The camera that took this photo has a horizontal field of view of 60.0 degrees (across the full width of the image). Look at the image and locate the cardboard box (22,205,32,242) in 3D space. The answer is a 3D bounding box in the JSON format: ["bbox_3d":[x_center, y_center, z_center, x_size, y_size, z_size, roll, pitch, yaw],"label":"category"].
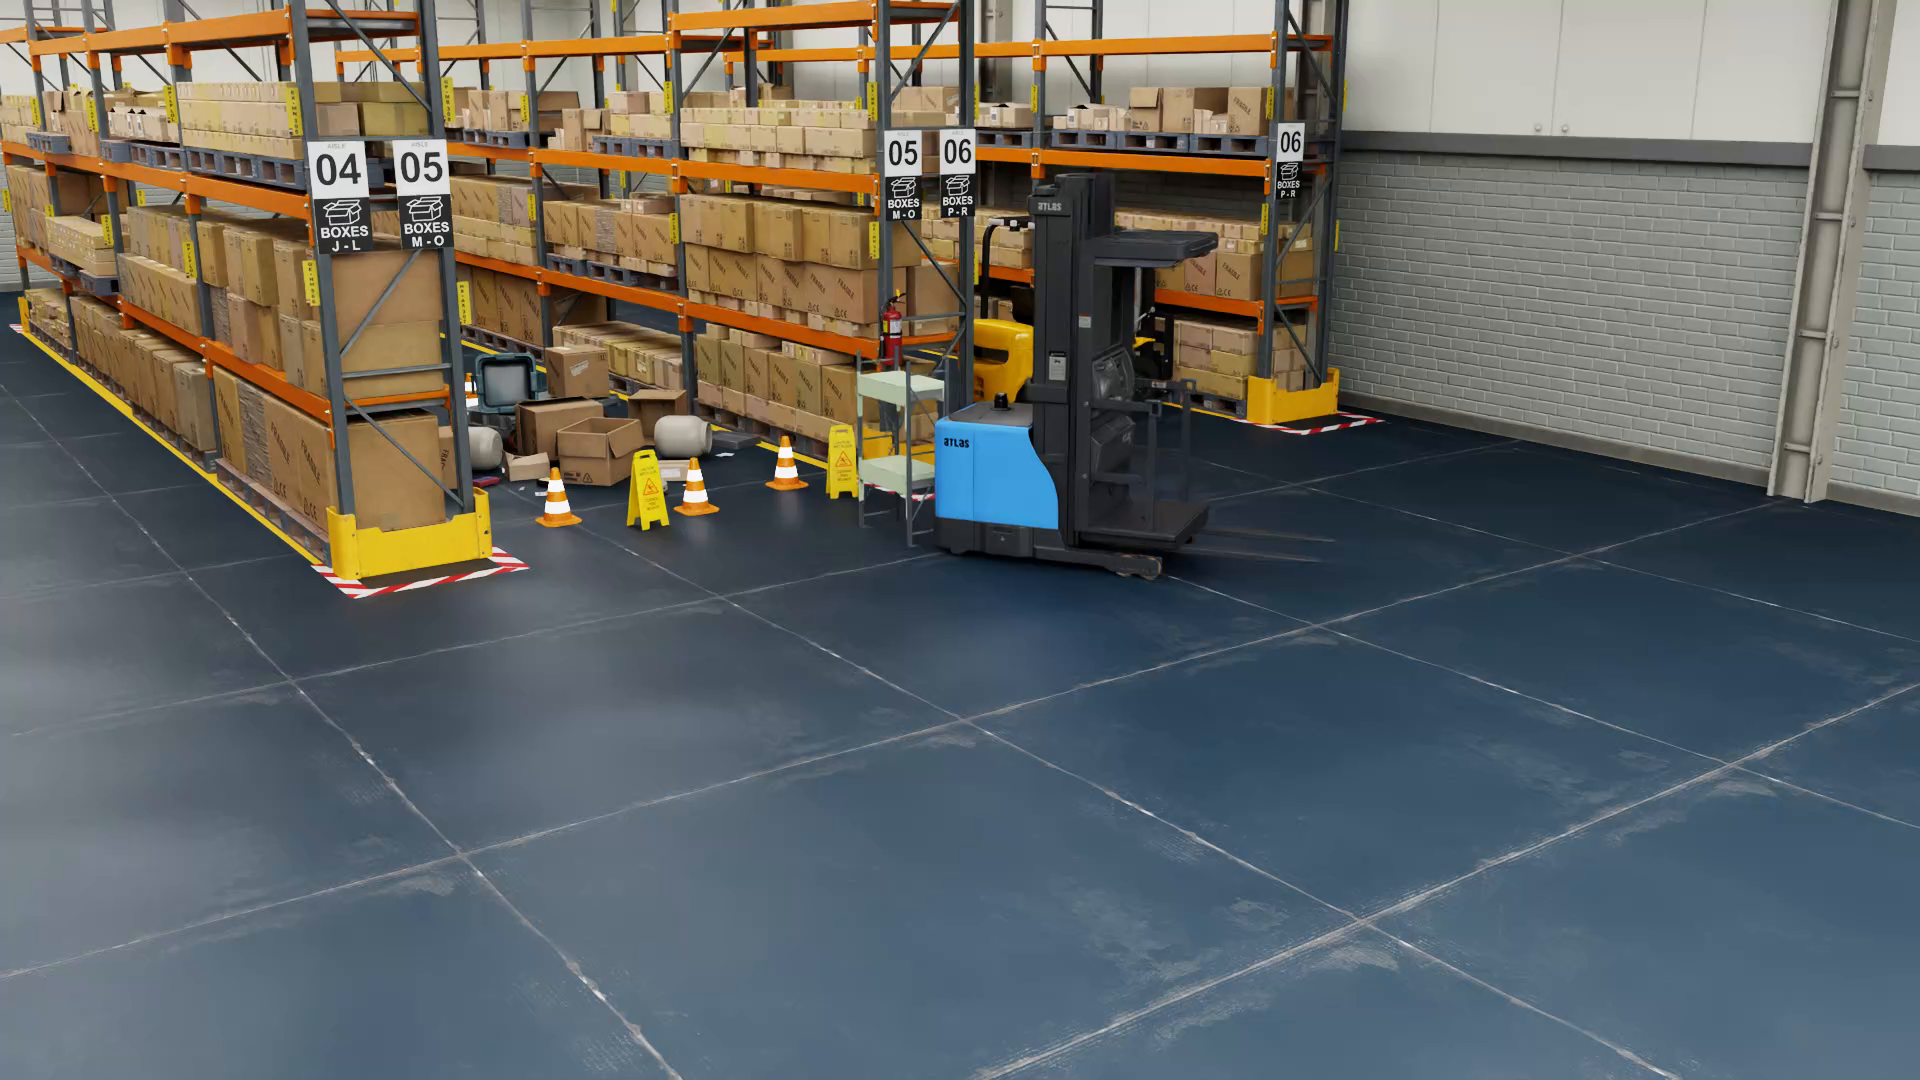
[{"bbox_3d":[-13.007,-4.524,23.670,0.500,0.500,0.500,-11,19,-34],"label":"cardboard box"}]

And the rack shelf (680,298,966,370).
[{"bbox_3d":[-1.484,-2.141,17.080,1.077,0.370,4.000,-11,19,-35],"label":"rack shelf"}]

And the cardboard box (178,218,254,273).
[{"bbox_3d":[-7.205,-2.871,16.299,0.700,0.500,0.500,-11,19,-35],"label":"cardboard box"}]

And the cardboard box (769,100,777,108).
[{"bbox_3d":[-2.717,-6.718,25.686,0.380,0.149,0.250,-11,19,-34],"label":"cardboard box"}]

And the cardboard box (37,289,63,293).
[{"bbox_3d":[-13.368,-3.597,24.516,0.380,0.149,0.250,-10,18,-34],"label":"cardboard box"}]

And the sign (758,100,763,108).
[{"bbox_3d":[-2.226,-4.697,18.395,0.100,0.325,0.005,-11,19,-35],"label":"sign"}]

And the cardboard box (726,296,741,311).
[{"bbox_3d":[-2.246,-2.521,17.581,0.380,0.149,0.250,-10,18,-33],"label":"cardboard box"}]

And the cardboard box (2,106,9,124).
[{"bbox_3d":[-13.305,-6.058,23.683,0.500,0.250,0.500,-11,19,-35],"label":"cardboard box"}]

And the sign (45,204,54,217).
[{"bbox_3d":[-11.743,-4.165,21.473,0.100,0.325,0.005,-11,19,-35],"label":"sign"}]

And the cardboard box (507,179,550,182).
[{"bbox_3d":[-5.989,-4.769,23.234,0.500,0.500,0.500,-11,18,-34],"label":"cardboard box"}]

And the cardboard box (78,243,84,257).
[{"bbox_3d":[-10.077,-3.405,19.453,0.380,0.149,0.250,-11,19,-34],"label":"cardboard box"}]

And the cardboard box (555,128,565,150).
[{"bbox_3d":[-4.814,-5.003,20.747,0.396,0.266,0.258,-11,19,-35],"label":"cardboard box"}]

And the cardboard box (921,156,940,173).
[{"bbox_3d":[-0.241,-3.508,15.505,0.380,0.149,0.250,-11,19,-34],"label":"cardboard box"}]

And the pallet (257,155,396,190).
[{"bbox_3d":[-4.697,-2.832,12.727,1.003,0.211,1.213,-11,19,-35],"label":"pallet"}]

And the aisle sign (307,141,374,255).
[{"bbox_3d":[-4.454,-2.463,11.970,0.394,0.787,0.004,-11,19,-35],"label":"aisle sign"}]

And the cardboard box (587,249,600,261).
[{"bbox_3d":[-4.359,-3.520,20.436,0.380,0.149,0.250,-10,18,-31],"label":"cardboard box"}]

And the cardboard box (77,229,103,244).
[{"bbox_3d":[-10.075,-3.548,19.410,0.380,0.149,0.250,-10,18,-33],"label":"cardboard box"}]

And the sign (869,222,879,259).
[{"bbox_3d":[-0.769,-2.690,14.931,0.100,0.325,0.005,-11,19,-35],"label":"sign"}]

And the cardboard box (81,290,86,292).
[{"bbox_3d":[-12.788,-3.630,24.636,0.380,0.149,0.250,-11,19,-36],"label":"cardboard box"}]

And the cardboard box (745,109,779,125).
[{"bbox_3d":[-1.929,-4.238,16.662,0.380,0.149,0.250,-11,19,-35],"label":"cardboard box"}]

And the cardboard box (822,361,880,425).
[{"bbox_3d":[-0.990,-1.430,16.111,0.500,0.500,0.500,-11,19,-34],"label":"cardboard box"}]

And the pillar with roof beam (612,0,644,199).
[{"bbox_3d":[-10.041,-9.190,30.107,9.100,9.000,0.400,-11,19,-35],"label":"pillar with roof beam"}]

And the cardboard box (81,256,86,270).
[{"bbox_3d":[-10.058,-3.257,19.474,0.380,0.149,0.250,-11,19,-35],"label":"cardboard box"}]

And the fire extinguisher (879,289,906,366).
[{"bbox_3d":[-0.614,-1.928,15.085,0.296,0.674,0.183,-11,19,-35],"label":"fire extinguisher"}]

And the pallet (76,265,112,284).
[{"bbox_3d":[-10.154,-3.303,20.327,1.003,0.211,1.213,-11,19,-35],"label":"pallet"}]

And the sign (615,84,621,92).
[{"bbox_3d":[-6.142,-8.033,29.907,0.100,0.325,0.005,-11,19,-35],"label":"sign"}]

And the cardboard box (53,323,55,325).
[{"bbox_3d":[-12.522,-2.979,23.384,0.380,0.149,0.250,-10,18,-33],"label":"cardboard box"}]

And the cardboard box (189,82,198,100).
[{"bbox_3d":[-6.366,-3.848,14.250,0.380,0.149,0.250,-11,19,-35],"label":"cardboard box"}]

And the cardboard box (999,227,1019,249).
[{"bbox_3d":[0.857,-3.921,21.556,0.500,0.250,0.500,-11,19,-36],"label":"cardboard box"}]

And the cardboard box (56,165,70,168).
[{"bbox_3d":[-12.892,-5.195,24.226,0.500,0.500,0.500,-12,19,-36],"label":"cardboard box"}]

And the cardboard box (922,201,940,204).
[{"bbox_3d":[-0.400,-4.825,24.106,0.380,0.149,0.250,-10,18,-33],"label":"cardboard box"}]

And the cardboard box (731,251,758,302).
[{"bbox_3d":[-2.028,-2.757,17.214,0.500,0.500,0.500,-11,19,-35],"label":"cardboard box"}]

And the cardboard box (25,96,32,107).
[{"bbox_3d":[-12.055,-5.766,21.862,0.380,0.149,0.250,-11,19,-35],"label":"cardboard box"}]

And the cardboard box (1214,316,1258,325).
[{"bbox_3d":[3.278,-2.429,19.288,0.500,0.250,0.500,-11,19,-34],"label":"cardboard box"}]

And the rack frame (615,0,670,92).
[{"bbox_3d":[-5.703,-9.143,29.934,1.000,3.000,0.127,-11,19,-35],"label":"rack frame"}]

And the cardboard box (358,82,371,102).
[{"bbox_3d":[-4.338,-3.407,12.639,0.380,0.149,0.250,-11,19,-34],"label":"cardboard box"}]

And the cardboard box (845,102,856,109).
[{"bbox_3d":[-1.441,-6.278,24.117,0.380,0.149,0.250,-10,18,-33],"label":"cardboard box"}]

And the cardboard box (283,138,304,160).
[{"bbox_3d":[-4.722,-2.866,12.175,0.380,0.149,0.250,-11,19,-35],"label":"cardboard box"}]

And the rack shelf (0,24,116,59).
[{"bbox_3d":[-12.484,-6.806,22.765,1.077,0.370,4.000,-11,19,-35],"label":"rack shelf"}]

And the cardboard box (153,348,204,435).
[{"bbox_3d":[-7.607,-1.568,17.089,1.050,0.750,0.750,-11,19,-35],"label":"cardboard box"}]

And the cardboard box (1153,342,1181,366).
[{"bbox_3d":[2.559,-2.221,19.475,0.500,0.250,0.500,-11,19,-36],"label":"cardboard box"}]

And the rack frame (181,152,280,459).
[{"bbox_3d":[-6.605,-2.125,15.660,1.000,3.000,0.127,-11,19,-35],"label":"rack frame"}]

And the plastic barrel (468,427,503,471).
[{"bbox_3d":[-4.697,-0.879,15.985,0.512,0.421,0.421,1,15,4],"label":"plastic barrel"}]

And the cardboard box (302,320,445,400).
[{"bbox_3d":[-4.508,-1.416,12.783,0.875,0.550,0.550,-11,19,-35],"label":"cardboard box"}]

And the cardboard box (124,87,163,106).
[{"bbox_3d":[-9.457,-5.131,19.321,0.396,0.266,0.258,-11,19,-35],"label":"cardboard box"}]

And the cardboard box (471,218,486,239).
[{"bbox_3d":[-6.430,-4.328,23.045,0.500,0.250,0.500,-12,19,-36],"label":"cardboard box"}]

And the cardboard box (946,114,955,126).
[{"bbox_3d":[0.007,-5.615,22.220,0.380,0.149,0.250,-11,19,-35],"label":"cardboard box"}]

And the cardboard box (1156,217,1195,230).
[{"bbox_3d":[2.492,-3.638,19.204,0.380,0.149,0.250,-10,18,-33],"label":"cardboard box"}]

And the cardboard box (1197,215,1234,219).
[{"bbox_3d":[3.003,-3.736,19.563,0.380,0.149,0.250,-11,19,-36],"label":"cardboard box"}]

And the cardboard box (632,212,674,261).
[{"bbox_3d":[-3.410,-3.478,19.054,0.500,0.500,0.500,-11,19,-34],"label":"cardboard box"}]

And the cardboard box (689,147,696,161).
[{"bbox_3d":[-2.675,-4.135,17.797,0.380,0.149,0.250,-11,19,-35],"label":"cardboard box"}]

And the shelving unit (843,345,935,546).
[{"bbox_3d":[-0.581,-0.788,13.612,0.431,1.500,0.755,-10,18,-34],"label":"shelving unit"}]

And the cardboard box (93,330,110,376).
[{"bbox_3d":[-10.181,-2.298,20.231,0.500,0.500,0.500,-12,19,-37],"label":"cardboard box"}]

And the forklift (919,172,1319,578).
[{"bbox_3d":[1.241,-1.287,12.727,3.031,2.935,1.130,6,16,21],"label":"forklift"}]

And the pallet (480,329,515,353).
[{"bbox_3d":[-6.128,-2.865,23.643,1.003,0.211,1.213,-11,19,-35],"label":"pallet"}]

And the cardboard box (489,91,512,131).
[{"bbox_3d":[-5.748,-5.649,21.866,0.700,0.500,0.500,-12,19,-37],"label":"cardboard box"}]
